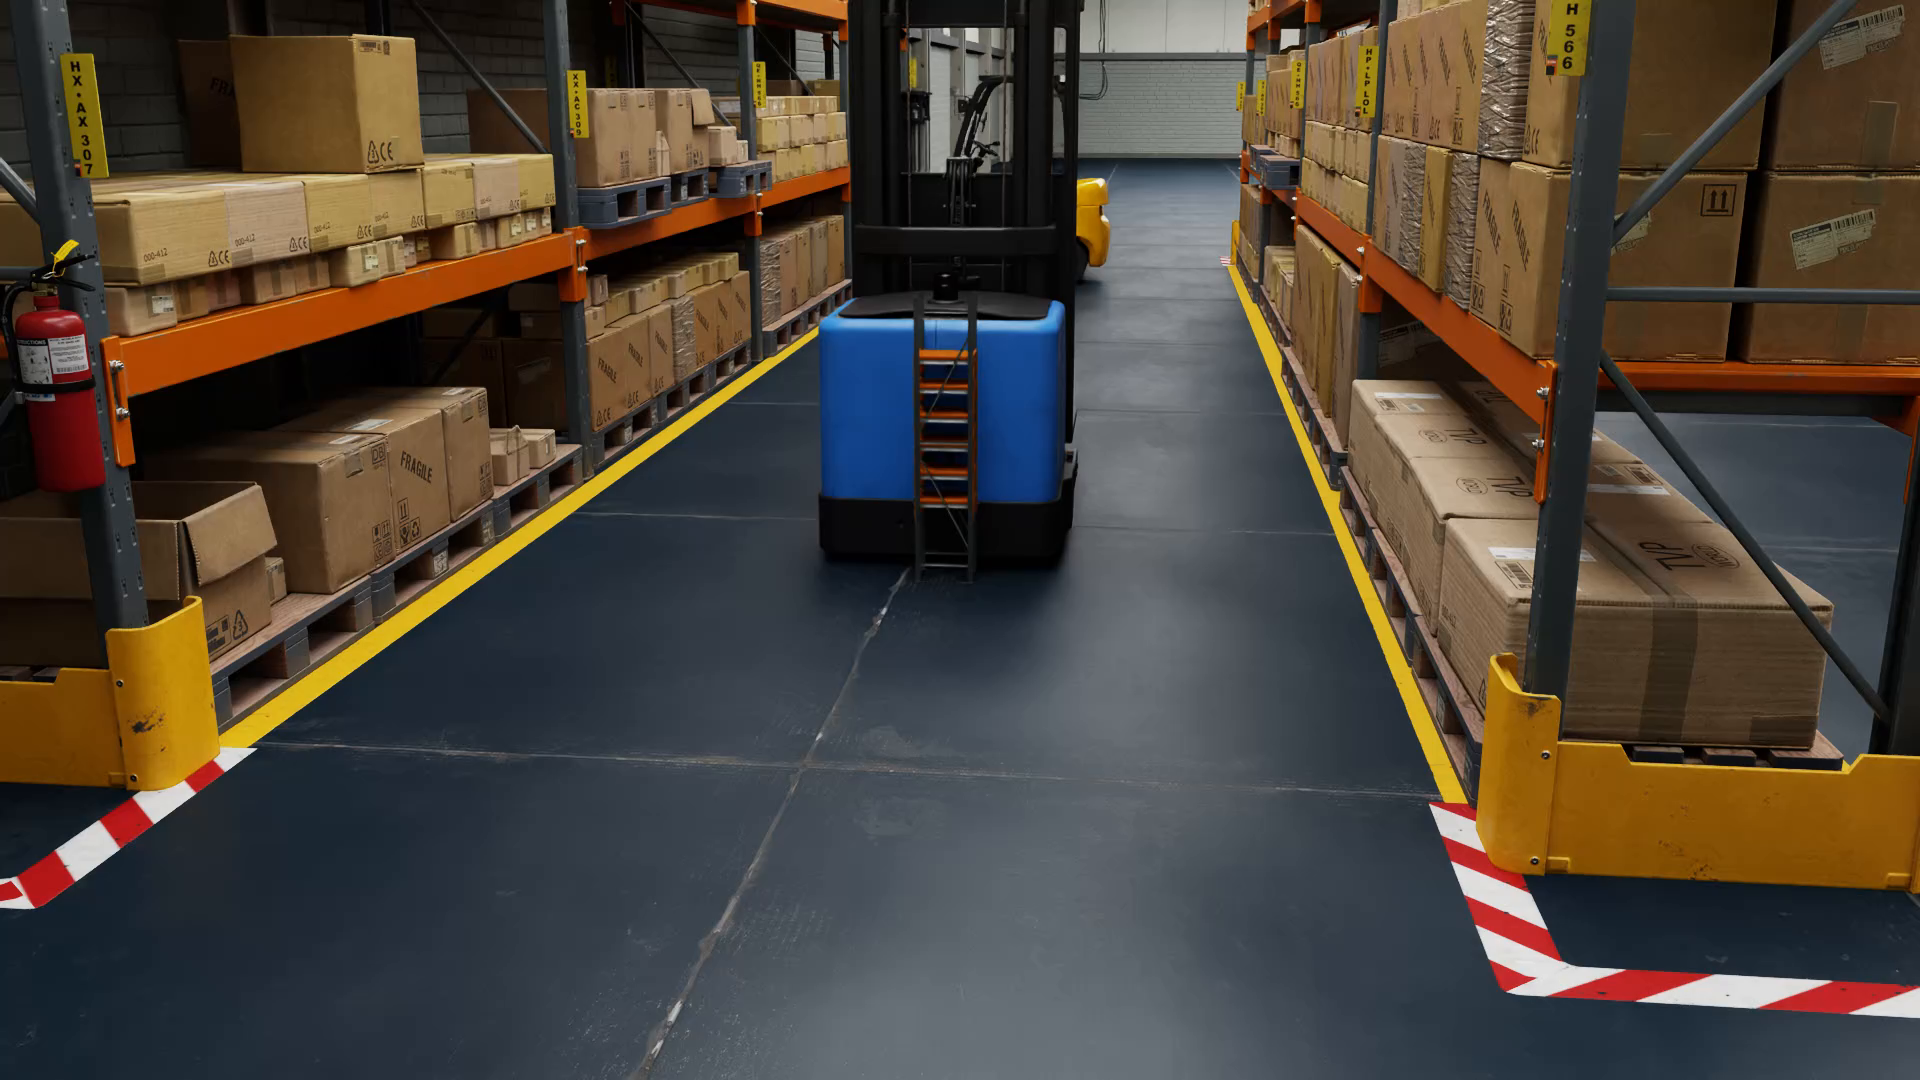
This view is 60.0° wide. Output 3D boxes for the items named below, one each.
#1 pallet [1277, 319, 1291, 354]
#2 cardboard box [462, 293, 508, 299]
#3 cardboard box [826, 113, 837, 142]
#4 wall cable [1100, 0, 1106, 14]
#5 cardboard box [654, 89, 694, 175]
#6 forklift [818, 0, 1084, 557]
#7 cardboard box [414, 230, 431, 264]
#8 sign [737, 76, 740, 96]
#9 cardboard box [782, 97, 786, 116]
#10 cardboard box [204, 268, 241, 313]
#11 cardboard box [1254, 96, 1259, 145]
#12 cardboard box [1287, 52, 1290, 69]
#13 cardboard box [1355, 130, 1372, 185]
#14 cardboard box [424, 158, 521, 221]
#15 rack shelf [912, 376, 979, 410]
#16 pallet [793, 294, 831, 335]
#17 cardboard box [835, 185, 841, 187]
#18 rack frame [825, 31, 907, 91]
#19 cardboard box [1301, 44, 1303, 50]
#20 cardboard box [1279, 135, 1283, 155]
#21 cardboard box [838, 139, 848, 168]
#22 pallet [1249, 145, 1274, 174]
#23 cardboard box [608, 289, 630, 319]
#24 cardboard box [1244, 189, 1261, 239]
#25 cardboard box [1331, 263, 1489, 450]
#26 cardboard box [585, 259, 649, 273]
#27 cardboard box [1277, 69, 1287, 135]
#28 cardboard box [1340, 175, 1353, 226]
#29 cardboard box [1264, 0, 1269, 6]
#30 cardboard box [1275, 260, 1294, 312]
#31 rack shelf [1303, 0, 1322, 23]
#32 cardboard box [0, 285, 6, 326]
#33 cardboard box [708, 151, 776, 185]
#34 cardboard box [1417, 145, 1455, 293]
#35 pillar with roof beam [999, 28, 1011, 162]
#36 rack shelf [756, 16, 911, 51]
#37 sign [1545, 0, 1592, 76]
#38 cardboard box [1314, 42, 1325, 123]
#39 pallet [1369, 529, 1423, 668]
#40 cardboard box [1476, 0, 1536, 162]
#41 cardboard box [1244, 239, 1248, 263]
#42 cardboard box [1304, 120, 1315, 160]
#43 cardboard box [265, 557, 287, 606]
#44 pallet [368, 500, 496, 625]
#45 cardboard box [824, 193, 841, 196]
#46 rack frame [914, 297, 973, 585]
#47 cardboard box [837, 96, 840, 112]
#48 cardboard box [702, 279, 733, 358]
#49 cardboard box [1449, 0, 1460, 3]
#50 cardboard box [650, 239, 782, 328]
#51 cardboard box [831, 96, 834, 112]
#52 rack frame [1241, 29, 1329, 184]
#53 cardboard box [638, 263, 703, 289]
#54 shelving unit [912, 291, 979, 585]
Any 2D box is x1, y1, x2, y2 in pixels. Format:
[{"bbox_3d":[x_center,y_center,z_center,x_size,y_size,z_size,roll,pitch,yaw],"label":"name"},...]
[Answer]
[{"bbox_3d":[3.013,-1.531,12.921,1.003,0.211,1.213,2,15,6],"label":"pallet"},{"bbox_3d":[-2.662,-1.328,9.567,0.380,0.149,0.250,2,15,7],"label":"cardboard box"},{"bbox_3d":[-1.410,-3.758,15.143,0.500,0.250,0.500,1,15,5],"label":"cardboard box"},{"bbox_3d":[5.639,-17.002,49.574,3.097,2.526,0.112,2,15,6],"label":"wall cable"},{"bbox_3d":[-2.037,-2.490,10.130,0.700,0.500,0.500,2,15,6],"label":"cardboard box"},{"bbox_3d":[0.042,-1.675,8.240,1.130,2.935,3.031,1,15,5],"label":"forklift"},{"bbox_3d":[-2.456,-1.237,6.972,0.380,0.149,0.250,2,15,7],"label":"cardboard box"},{"bbox_3d":[-2.109,-4.330,16.117,0.100,0.325,0.005,2,15,6],"label":"sign"},{"bbox_3d":[-1.633,-3.526,13.523,0.380,0.149,0.250,2,15,7],"label":"cardboard box"},{"bbox_3d":[-2.624,-0.838,5.495,0.380,0.149,0.250,1,15,6],"label":"cardboard box"},{"bbox_3d":[3.283,-4.295,17.039,0.500,0.500,0.500,2,15,8],"label":"cardboard box"},{"bbox_3d":[2.950,-4.024,13.987,0.380,0.149,0.250,3,15,9],"label":"cardboard box"},{"bbox_3d":[2.280,-1.928,8.375,0.500,0.250,0.500,2,15,6],"label":"cardboard box"},{"bbox_3d":[-2.317,-1.584,7.492,0.500,0.250,0.500,2,15,6],"label":"cardboard box"},{"bbox_3d":[-0.058,-0.607,6.860,0.258,0.103,0.180,1,15,5],"label":"rack shelf"},{"bbox_3d":[-1.737,-2.002,14.661,1.003,0.211,1.213,2,15,6],"label":"pallet"},{"bbox_3d":[-1.469,-3.875,18.793,0.500,0.250,0.500,2,15,6],"label":"cardboard box"},{"bbox_3d":[-1.106,-4.895,20.018,1.000,3.000,0.127,2,15,6],"label":"rack frame"},{"bbox_3d":[3.719,-4.626,16.348,0.700,0.500,0.500,2,15,7],"label":"cardboard box"},{"bbox_3d":[2.722,-3.124,13.144,0.380,0.149,0.250,2,15,7],"label":"cardboard box"},{"bbox_3d":[-1.355,-3.647,15.689,0.500,0.250,0.500,2,15,8],"label":"cardboard box"},{"bbox_3d":[3.144,-3.426,14.952,1.003,0.211,1.213,2,15,6],"label":"pallet"},{"bbox_3d":[-2.166,-1.390,9.796,0.380,0.149,0.250,1,15,5],"label":"cardboard box"},{"bbox_3d":[3.339,-3.514,17.939,0.500,0.500,0.500,2,15,7],"label":"cardboard box"},{"bbox_3d":[2.462,-0.978,8.797,0.875,0.875,0.875,2,15,8],"label":"cardboard box"},{"bbox_3d":[-2.383,-1.868,11.566,0.380,0.149,0.250,2,15,7],"label":"cardboard box"},{"bbox_3d":[2.802,-3.461,13.149,0.500,0.500,0.500,1,15,2],"label":"cardboard box"},{"bbox_3d":[2.331,-1.821,8.937,0.500,0.250,0.500,1,15,5],"label":"cardboard box"},{"bbox_3d":[3.237,-5.396,16.607,0.380,0.149,0.250,2,15,8],"label":"cardboard box"},{"bbox_3d":[3.163,-2.144,14.072,0.950,0.372,0.625,2,15,8],"label":"cardboard box"},{"bbox_3d":[2.698,-3.257,9.592,1.077,0.370,4.000,2,15,6],"label":"rack shelf"},{"bbox_3d":[-3.141,-0.718,5.052,0.380,0.149,0.250,2,15,6],"label":"cardboard box"},{"bbox_3d":[-1.716,-2.856,12.764,0.500,0.250,0.500,2,15,6],"label":"cardboard box"},{"bbox_3d":[1.977,-1.179,6.084,0.500,0.500,0.500,2,15,8],"label":"cardboard box"},{"bbox_3d":[5.582,-15.291,46.972,9.100,9.000,0.400,2,15,6],"label":"pillar with roof beam"},{"bbox_3d":[-1.332,-5.477,17.802,1.077,0.370,4.000,2,15,6],"label":"rack shelf"},{"bbox_3d":[1.483,-1.293,4.025,0.100,0.325,0.005,2,15,6],"label":"sign"},{"bbox_3d":[2.578,-2.956,10.741,0.500,0.500,0.500,2,15,6],"label":"cardboard box"},{"bbox_3d":[2.173,0.221,6.441,1.003,0.211,1.213,2,15,6],"label":"pallet"},{"bbox_3d":[1.868,-1.399,4.984,0.500,0.500,0.500,2,15,6],"label":"cardboard box"},{"bbox_3d":[3.346,-3.150,18.028,0.500,0.250,0.500,3,15,10],"label":"cardboard box"},{"bbox_3d":[2.621,-2.720,11.303,0.500,0.250,0.500,2,15,6],"label":"cardboard box"},{"bbox_3d":[-2.662,0.163,5.969,0.380,0.149,0.250,1,15,4],"label":"cardboard box"},{"bbox_3d":[-2.674,0.059,7.040,1.003,0.211,1.213,2,15,6],"label":"pallet"},{"bbox_3d":[-1.124,-3.464,17.274,0.500,0.250,0.500,2,15,6],"label":"cardboard box"},{"bbox_3d":[-0.067,-0.395,6.823,0.240,1.200,0.006,1,15,5],"label":"rack frame"},{"bbox_3d":[-1.260,-4.294,16.361,0.380,0.149,0.250,1,15,5],"label":"cardboard box"},{"bbox_3d":[-1.910,-1.571,11.709,0.500,0.500,0.500,1,15,5],"label":"cardboard box"},{"bbox_3d":[1.988,-2.013,6.010,0.380,0.149,0.250,2,15,6],"label":"cardboard box"},{"bbox_3d":[-1.925,-2.038,13.197,0.875,0.625,0.625,2,15,8],"label":"cardboard box"},{"bbox_3d":[-1.387,-4.056,15.483,0.380,0.149,0.250,1,15,5],"label":"cardboard box"},{"bbox_3d":[3.826,-4.750,19.481,1.000,3.000,0.127,2,15,6],"label":"rack frame"},{"bbox_3d":[-1.962,-1.788,11.269,0.380,0.149,0.250,2,15,8],"label":"cardboard box"},{"bbox_3d":[-0.058,-0.419,6.911,0.258,1.200,0.189,1,15,5],"label":"shelving unit"}]
